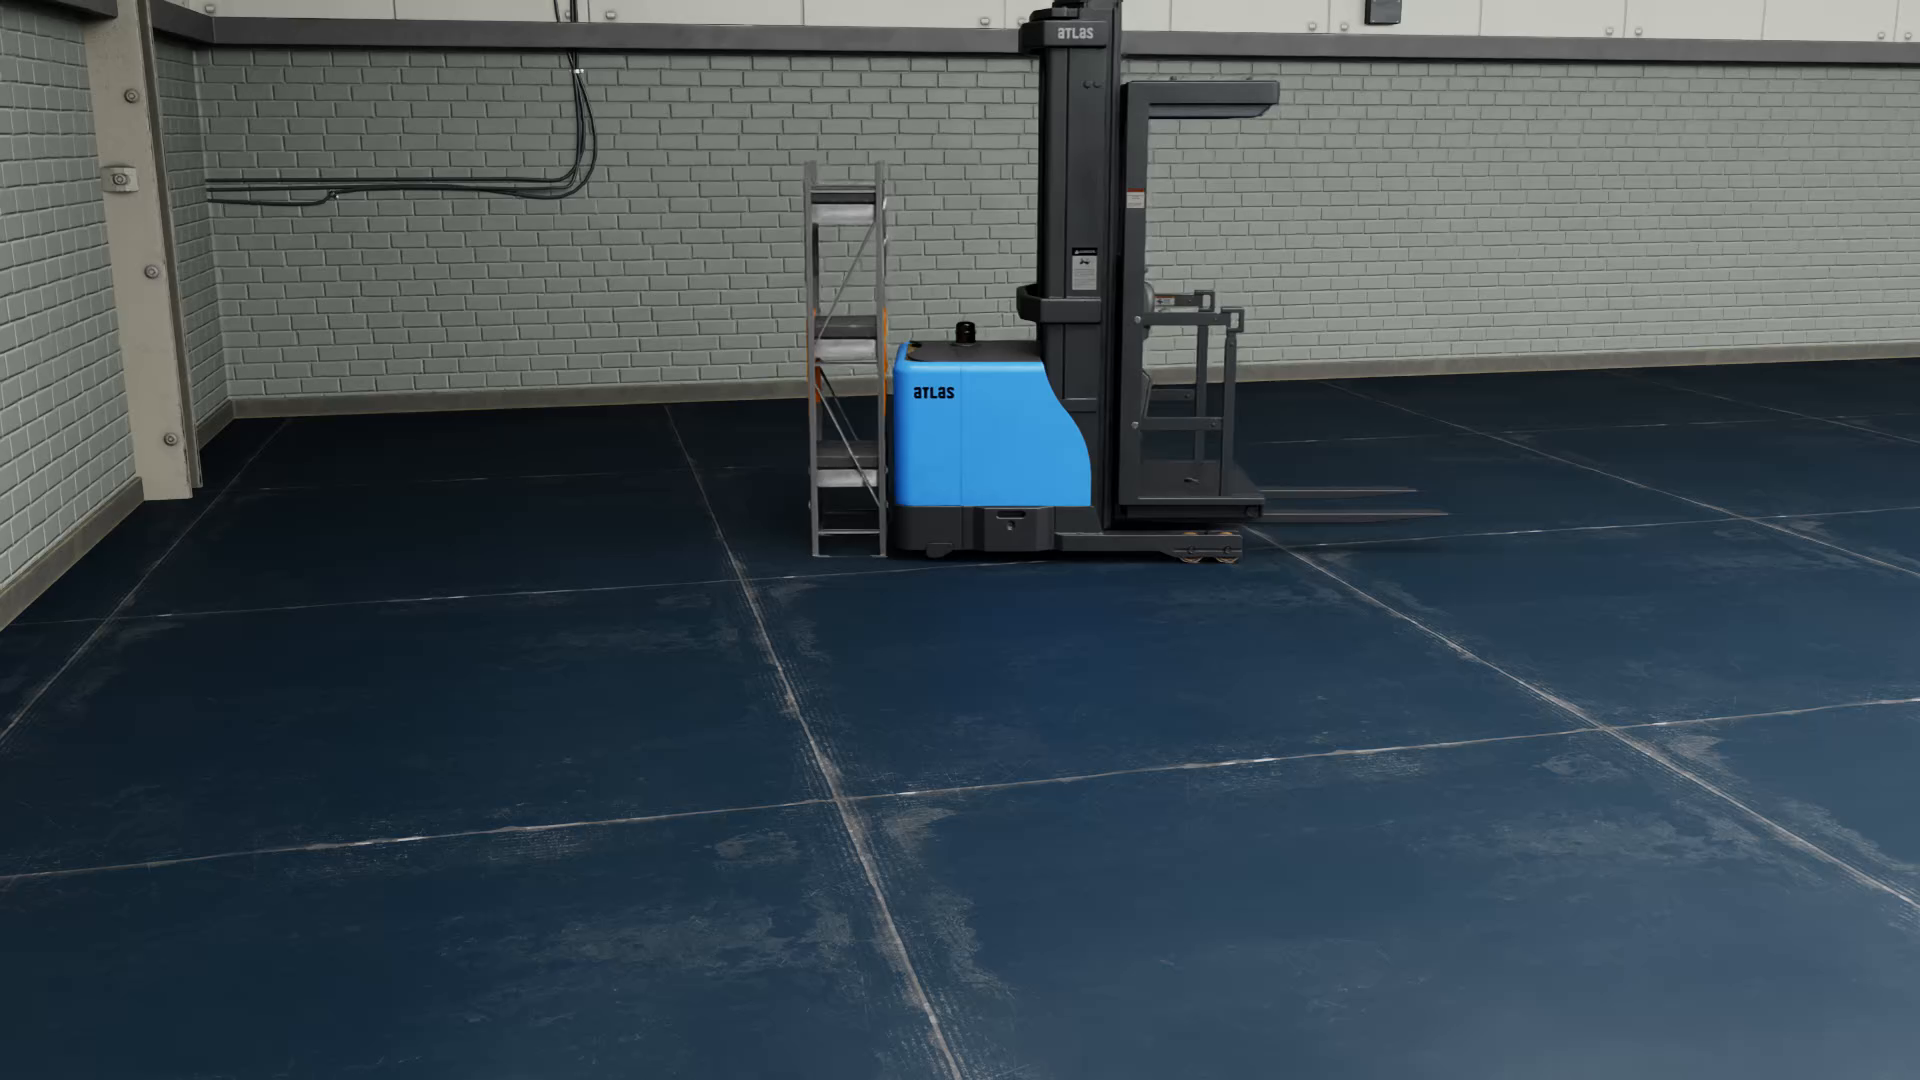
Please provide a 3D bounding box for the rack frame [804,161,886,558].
[{"bbox_3d":[-0.602,-0.925,8.790,0.400,2.100,0.015,0,14,-1],"label":"rack frame"}]

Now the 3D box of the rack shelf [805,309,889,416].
[{"bbox_3d":[-0.607,-0.970,9.030,0.431,0.518,0.480,0,14,-1],"label":"rack shelf"}]

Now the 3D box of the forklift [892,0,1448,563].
[{"bbox_3d":[1.147,-1.425,9.084,3.031,2.935,1.130,0,14,0],"label":"forklift"}]

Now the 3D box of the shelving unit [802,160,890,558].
[{"bbox_3d":[-0.607,-0.983,9.027,0.431,2.100,0.503,0,14,-1],"label":"shelving unit"}]

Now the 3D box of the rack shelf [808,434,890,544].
[{"bbox_3d":[-0.607,-0.290,9.196,0.431,0.518,0.480,0,14,-1],"label":"rack shelf"}]

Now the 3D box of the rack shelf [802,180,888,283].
[{"bbox_3d":[-0.607,-1.650,8.864,0.431,0.518,0.480,0,14,-1],"label":"rack shelf"}]

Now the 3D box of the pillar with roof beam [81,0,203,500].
[{"bbox_3d":[-0.872,-4.912,10.573,9.100,9.000,0.400,-3,14,-13],"label":"pillar with roof beam"}]

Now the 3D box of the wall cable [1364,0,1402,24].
[{"bbox_3d":[4.769,-7.603,14.422,2.305,6.003,0.169,-3,14,-13],"label":"wall cable"}]

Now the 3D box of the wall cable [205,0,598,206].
[{"bbox_3d":[-4.463,-3.917,13.043,3.097,2.526,0.112,-3,14,-13],"label":"wall cable"}]

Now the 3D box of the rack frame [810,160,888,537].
[{"bbox_3d":[-0.611,-1.041,9.264,0.400,2.100,0.015,0,14,-1],"label":"rack frame"}]
